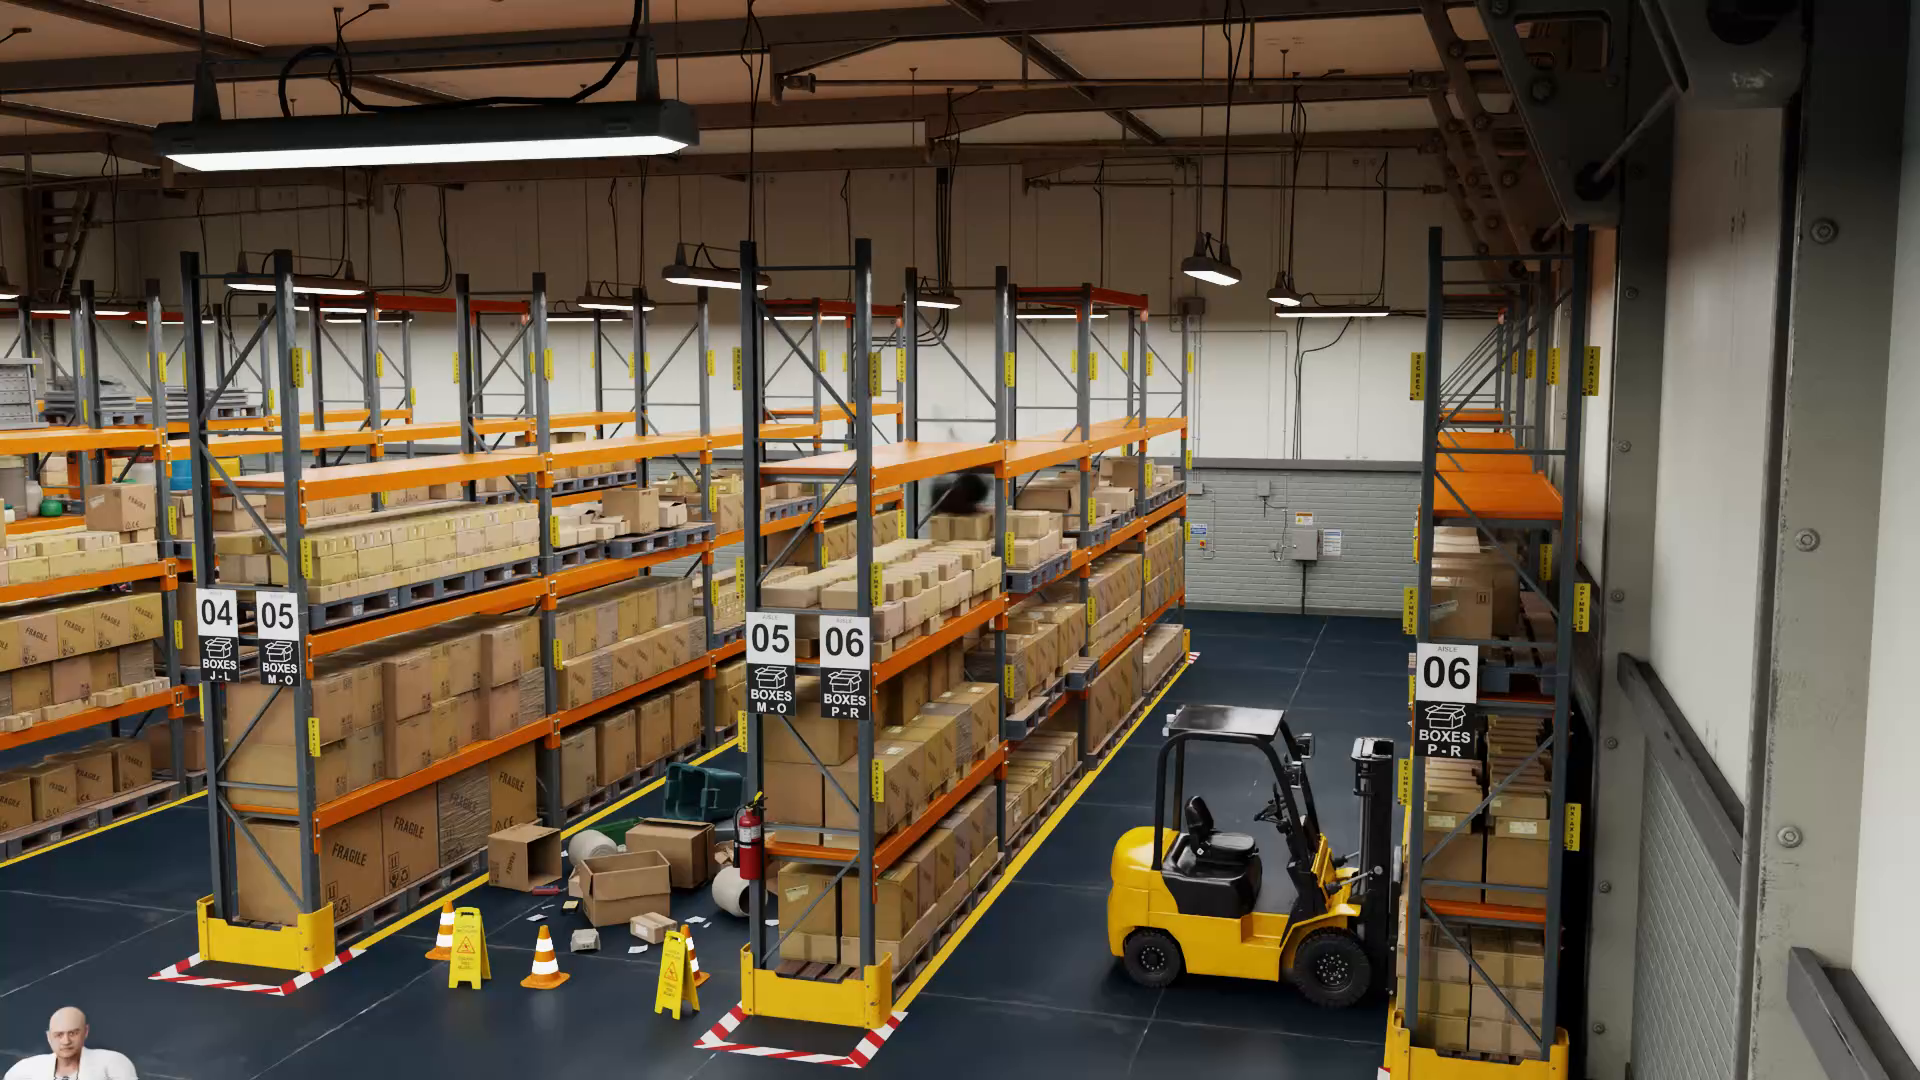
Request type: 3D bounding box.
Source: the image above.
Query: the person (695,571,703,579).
[{"bbox_3d":[-4.125,1.321,26.960,0.575,1.664,0.855,3,7,26],"label":"person"}]

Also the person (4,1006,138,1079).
[{"bbox_3d":[-4.597,3.313,8.625,0.670,1.833,0.902,-3,7,-28],"label":"person"}]
